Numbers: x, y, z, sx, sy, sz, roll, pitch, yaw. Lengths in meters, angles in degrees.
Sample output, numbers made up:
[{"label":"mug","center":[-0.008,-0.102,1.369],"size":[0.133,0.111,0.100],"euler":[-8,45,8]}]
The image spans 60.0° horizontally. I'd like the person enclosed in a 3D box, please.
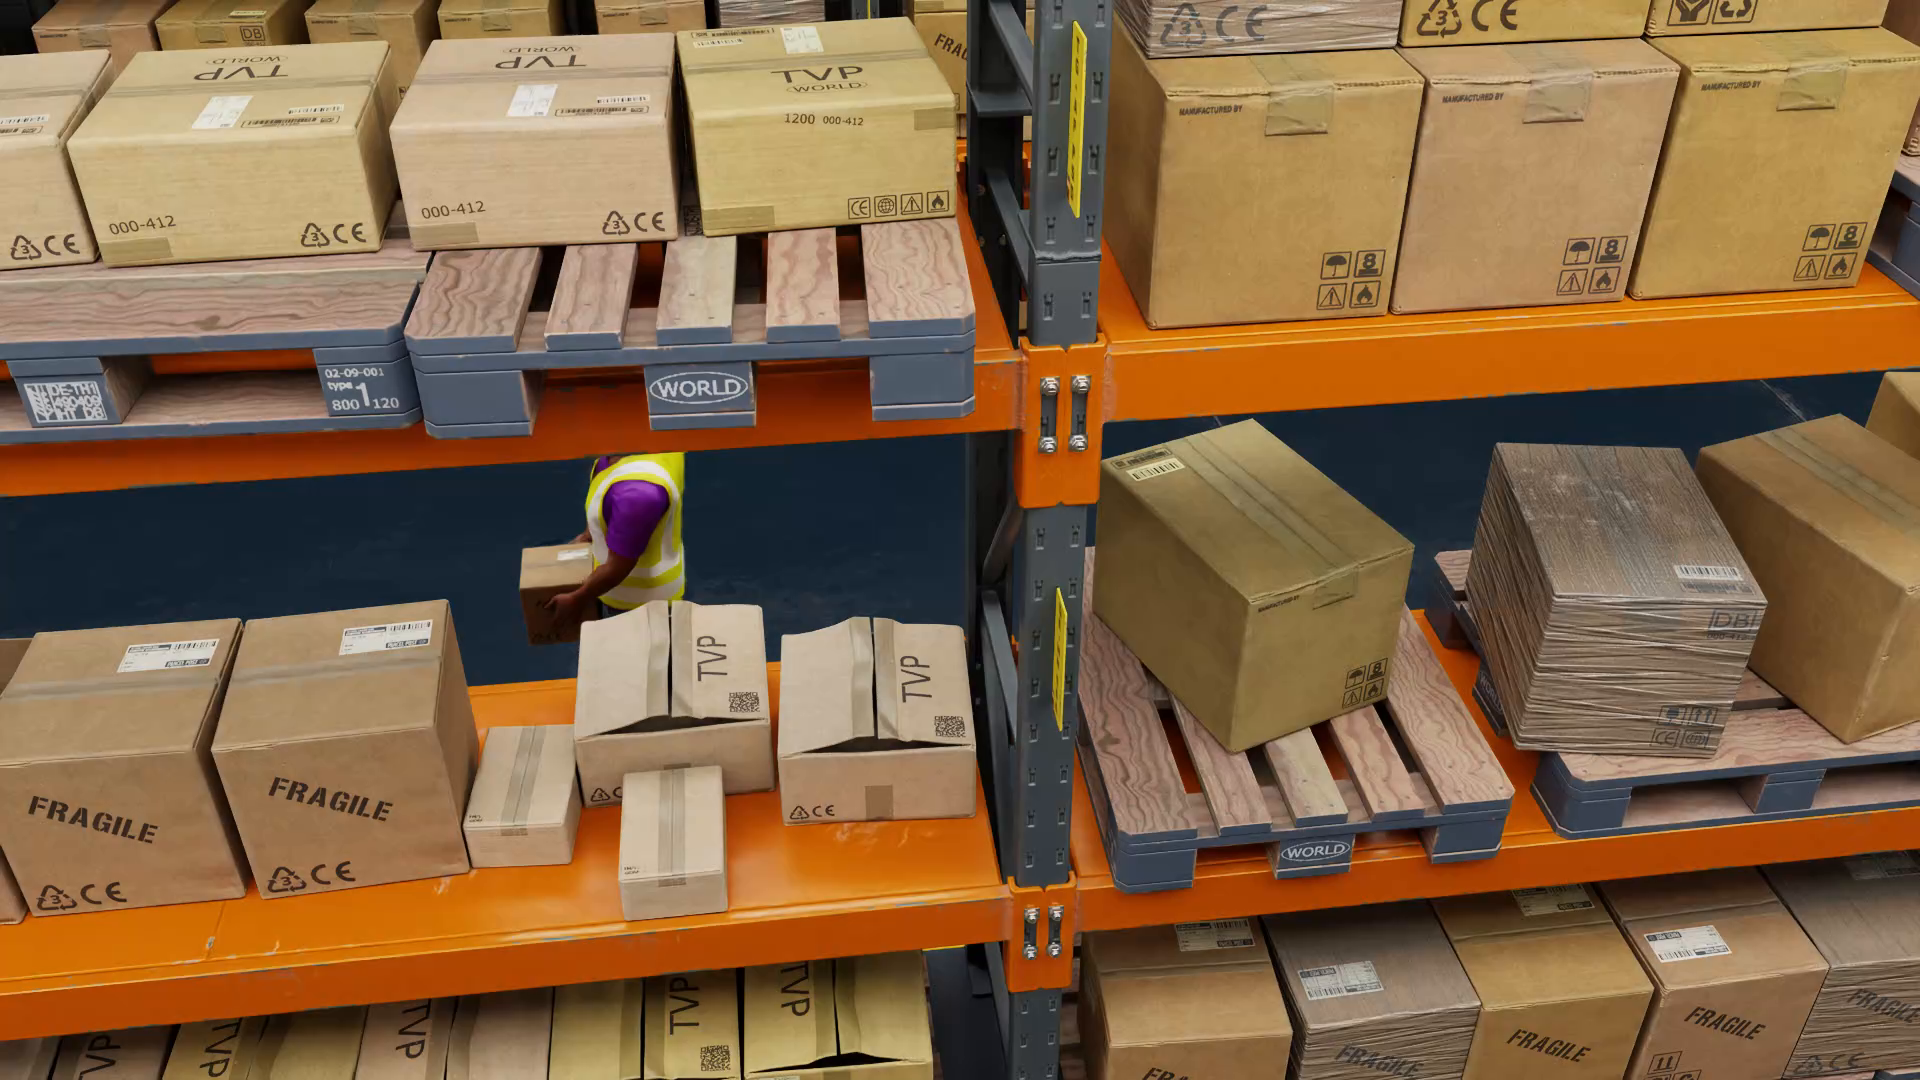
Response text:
[{"label":"person","center":[-1.201,0.155,5.887],"size":[0.528,1.771,0.558],"euler":[-4,35,-6]}]
